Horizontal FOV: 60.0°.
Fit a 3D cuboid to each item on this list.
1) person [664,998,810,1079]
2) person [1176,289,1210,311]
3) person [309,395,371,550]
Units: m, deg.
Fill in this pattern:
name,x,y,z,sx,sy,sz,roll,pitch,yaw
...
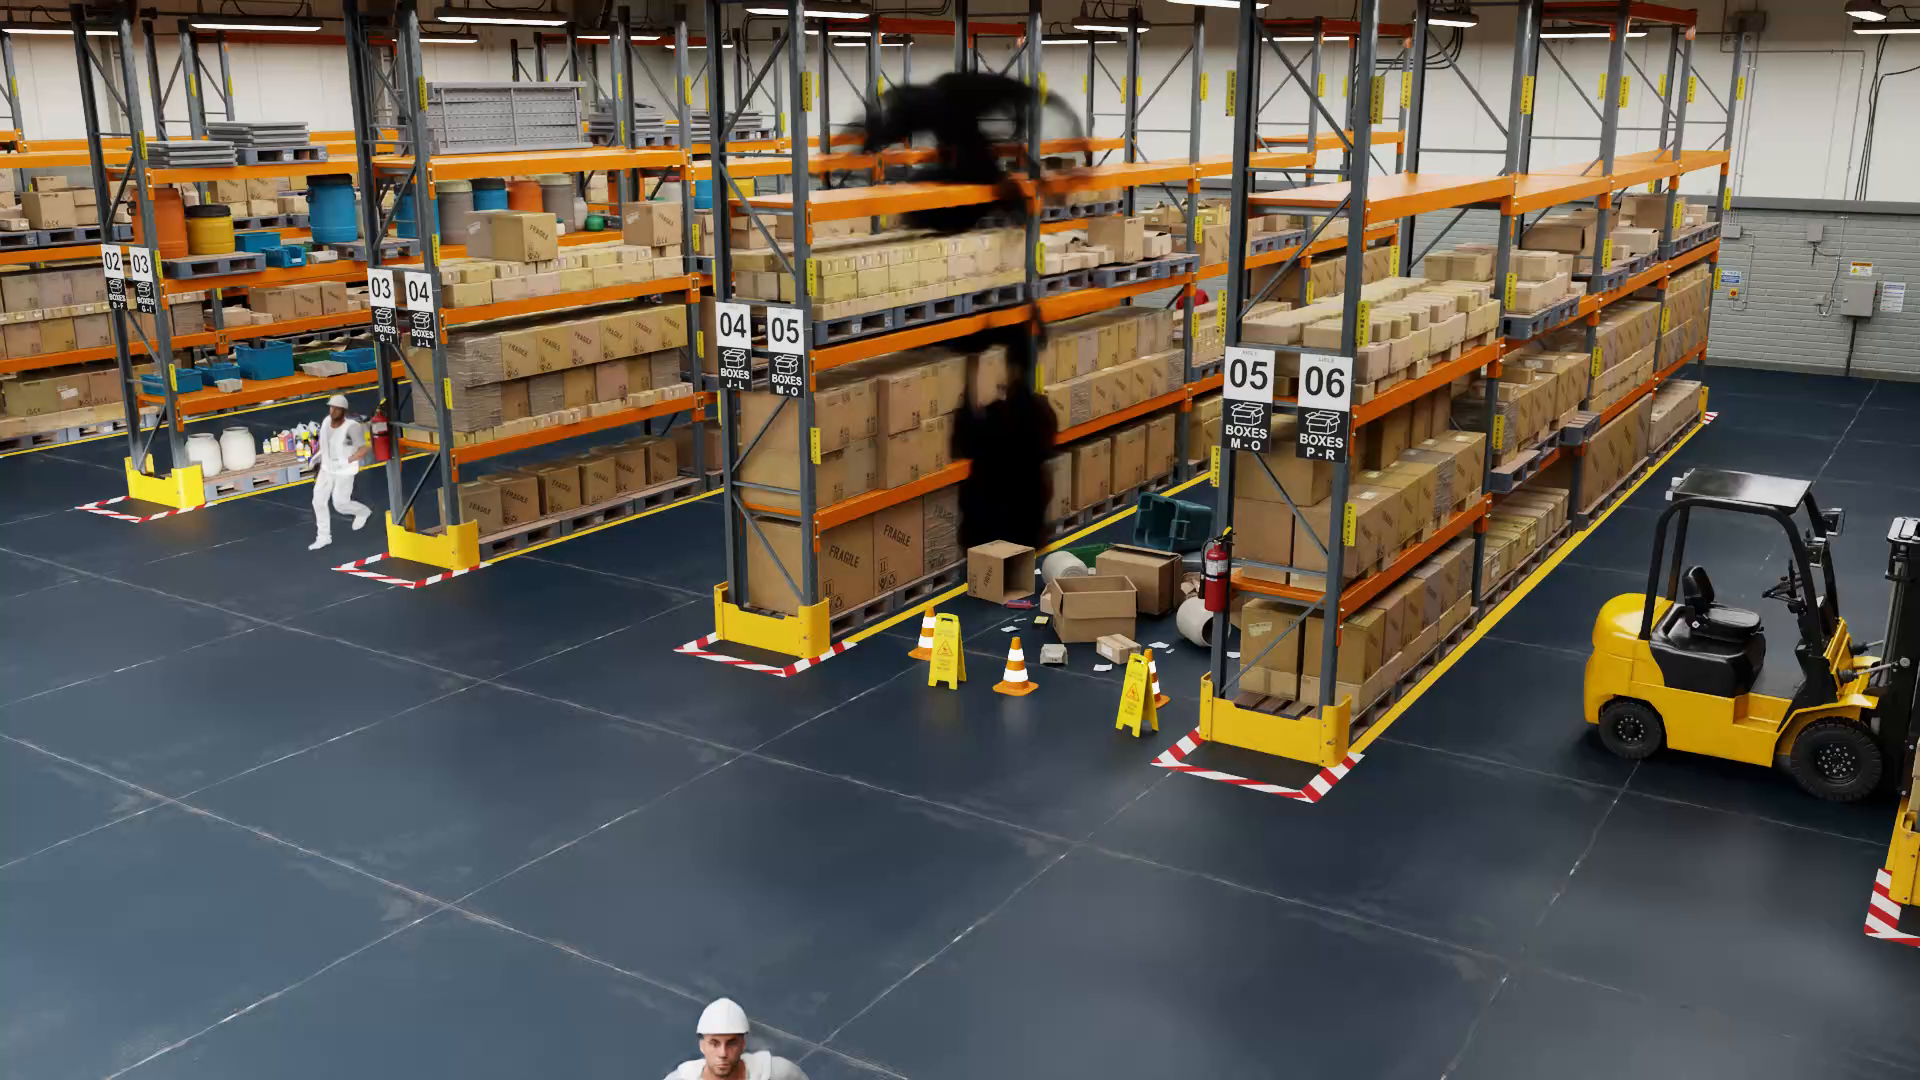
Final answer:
name,x,y,z,sx,sy,sz,roll,pitch,yaw
person,-0.895,2.615,6.574,0.701,1.745,0.609,-2,16,-7
person,4.308,-3.982,30.486,0.733,1.639,0.562,-2,16,-7
person,-7.008,-0.796,18.869,0.730,1.747,0.842,7,17,23
